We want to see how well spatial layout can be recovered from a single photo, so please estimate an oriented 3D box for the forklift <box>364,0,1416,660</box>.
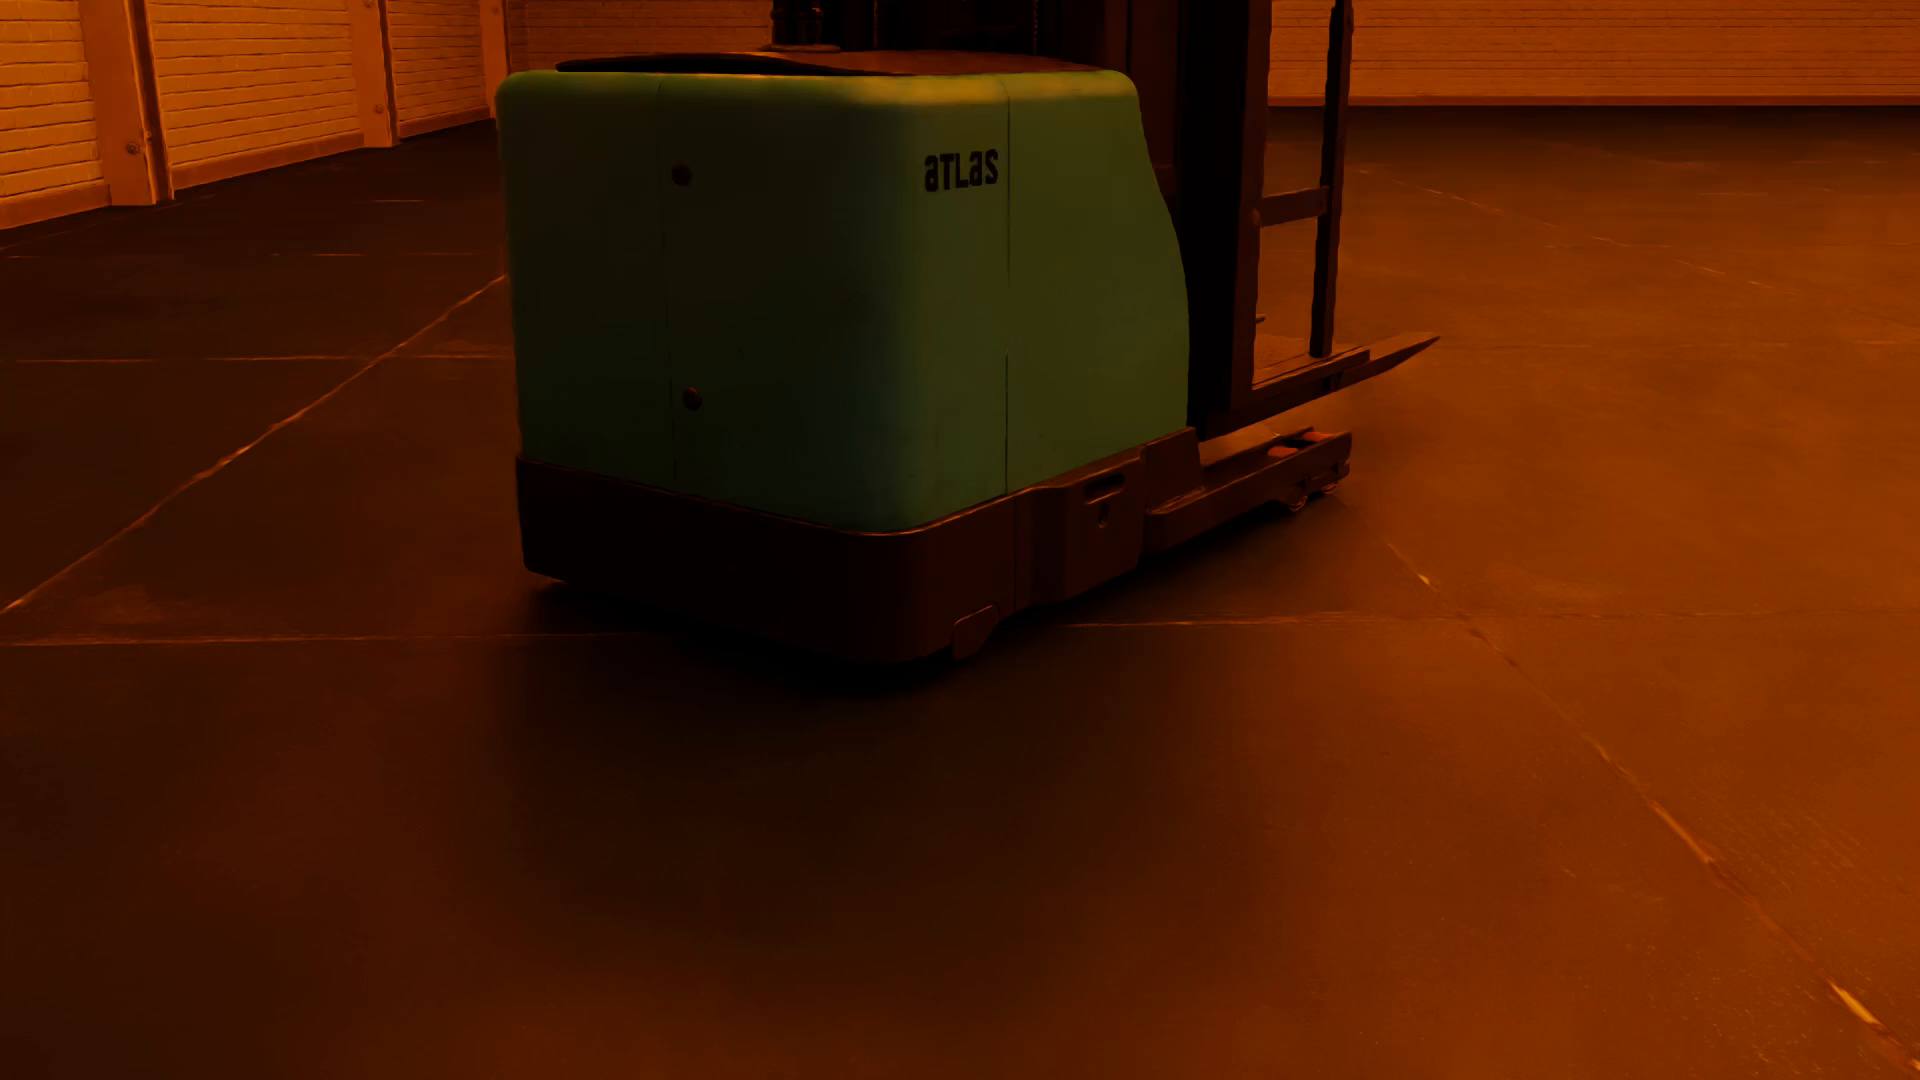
[{"bbox_3d":[-0.474,-1.526,3.895,3.031,2.935,1.130,16,23,41],"label":"forklift"}]
